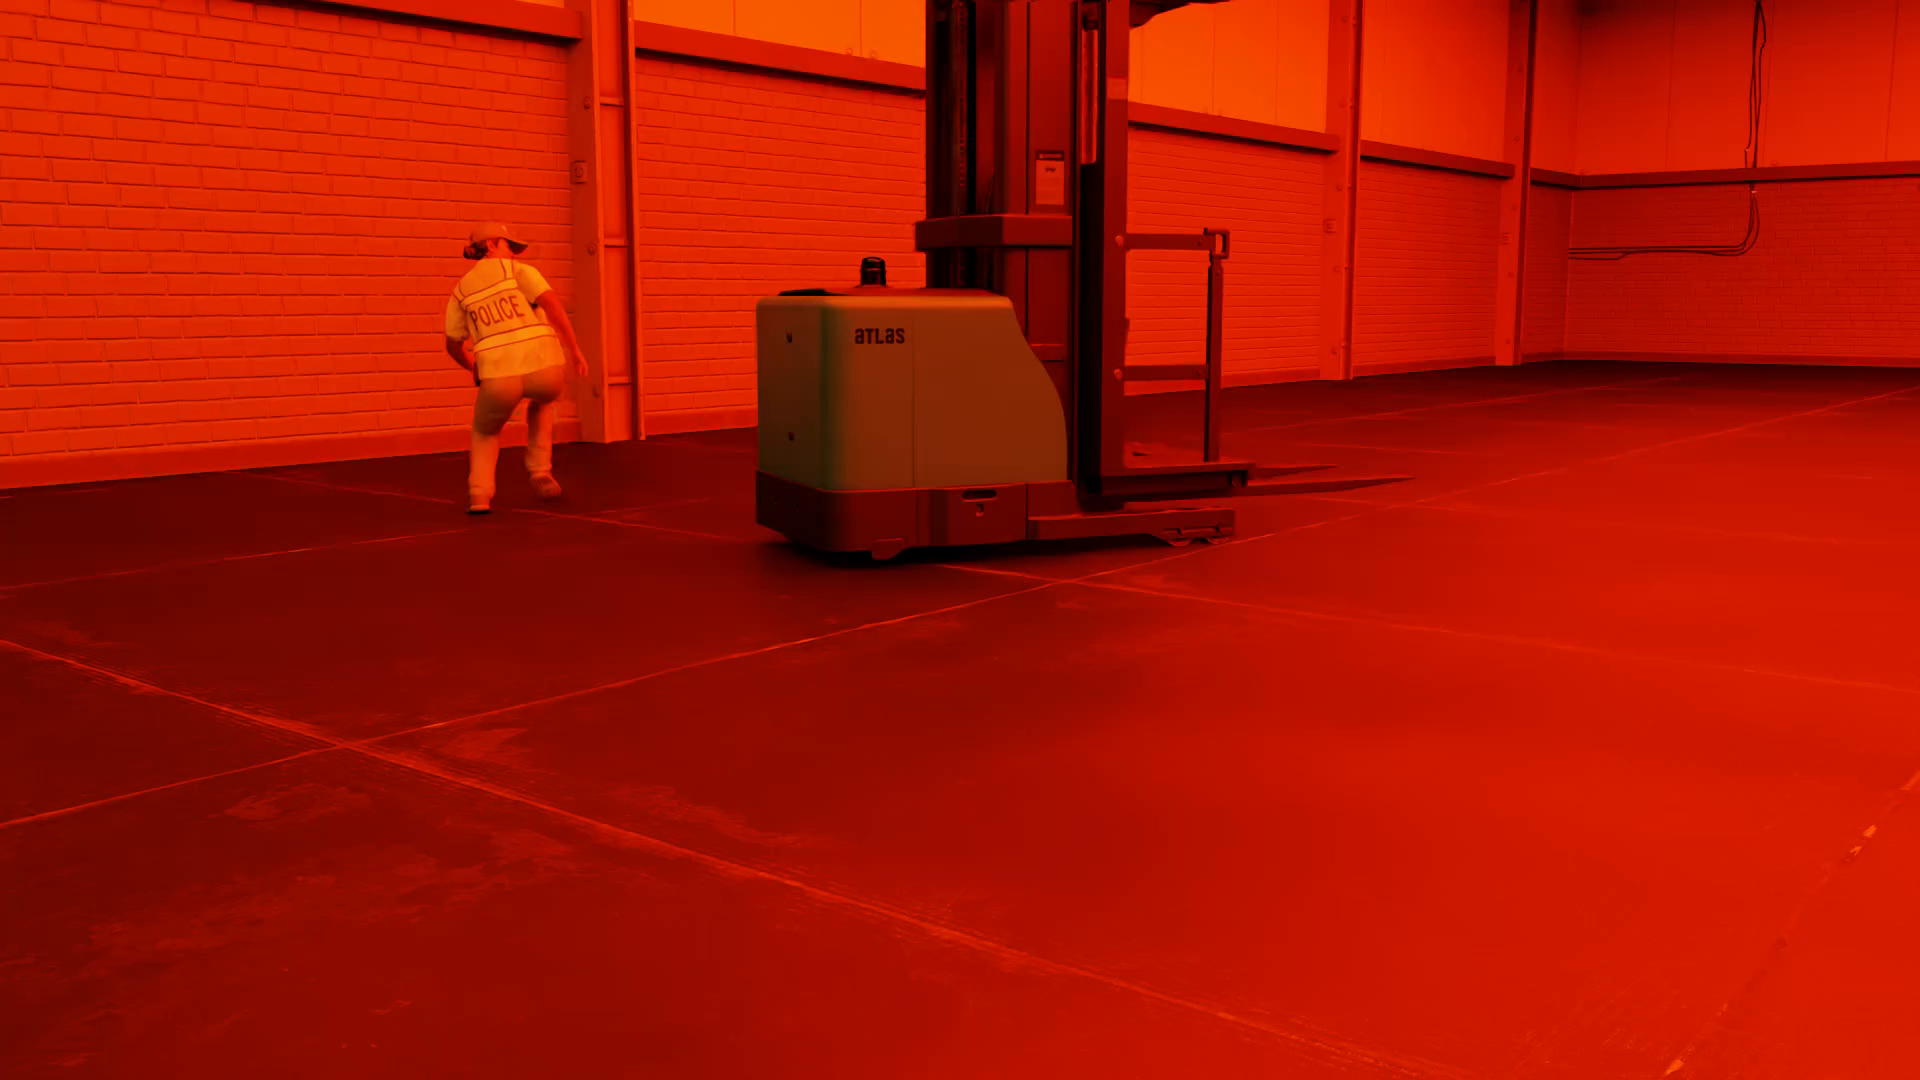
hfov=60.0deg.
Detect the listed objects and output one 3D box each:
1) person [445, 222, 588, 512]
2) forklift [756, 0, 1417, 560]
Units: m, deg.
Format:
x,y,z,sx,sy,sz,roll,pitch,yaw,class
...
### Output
x,y,z,sx,sy,sz,roll,pitch,yaw,class
-2.252,-0.875,8.471,0.708,1.463,0.718,-2,9,-12,person
0.656,-1.485,7.429,3.031,2.935,1.130,-4,9,-24,forklift
